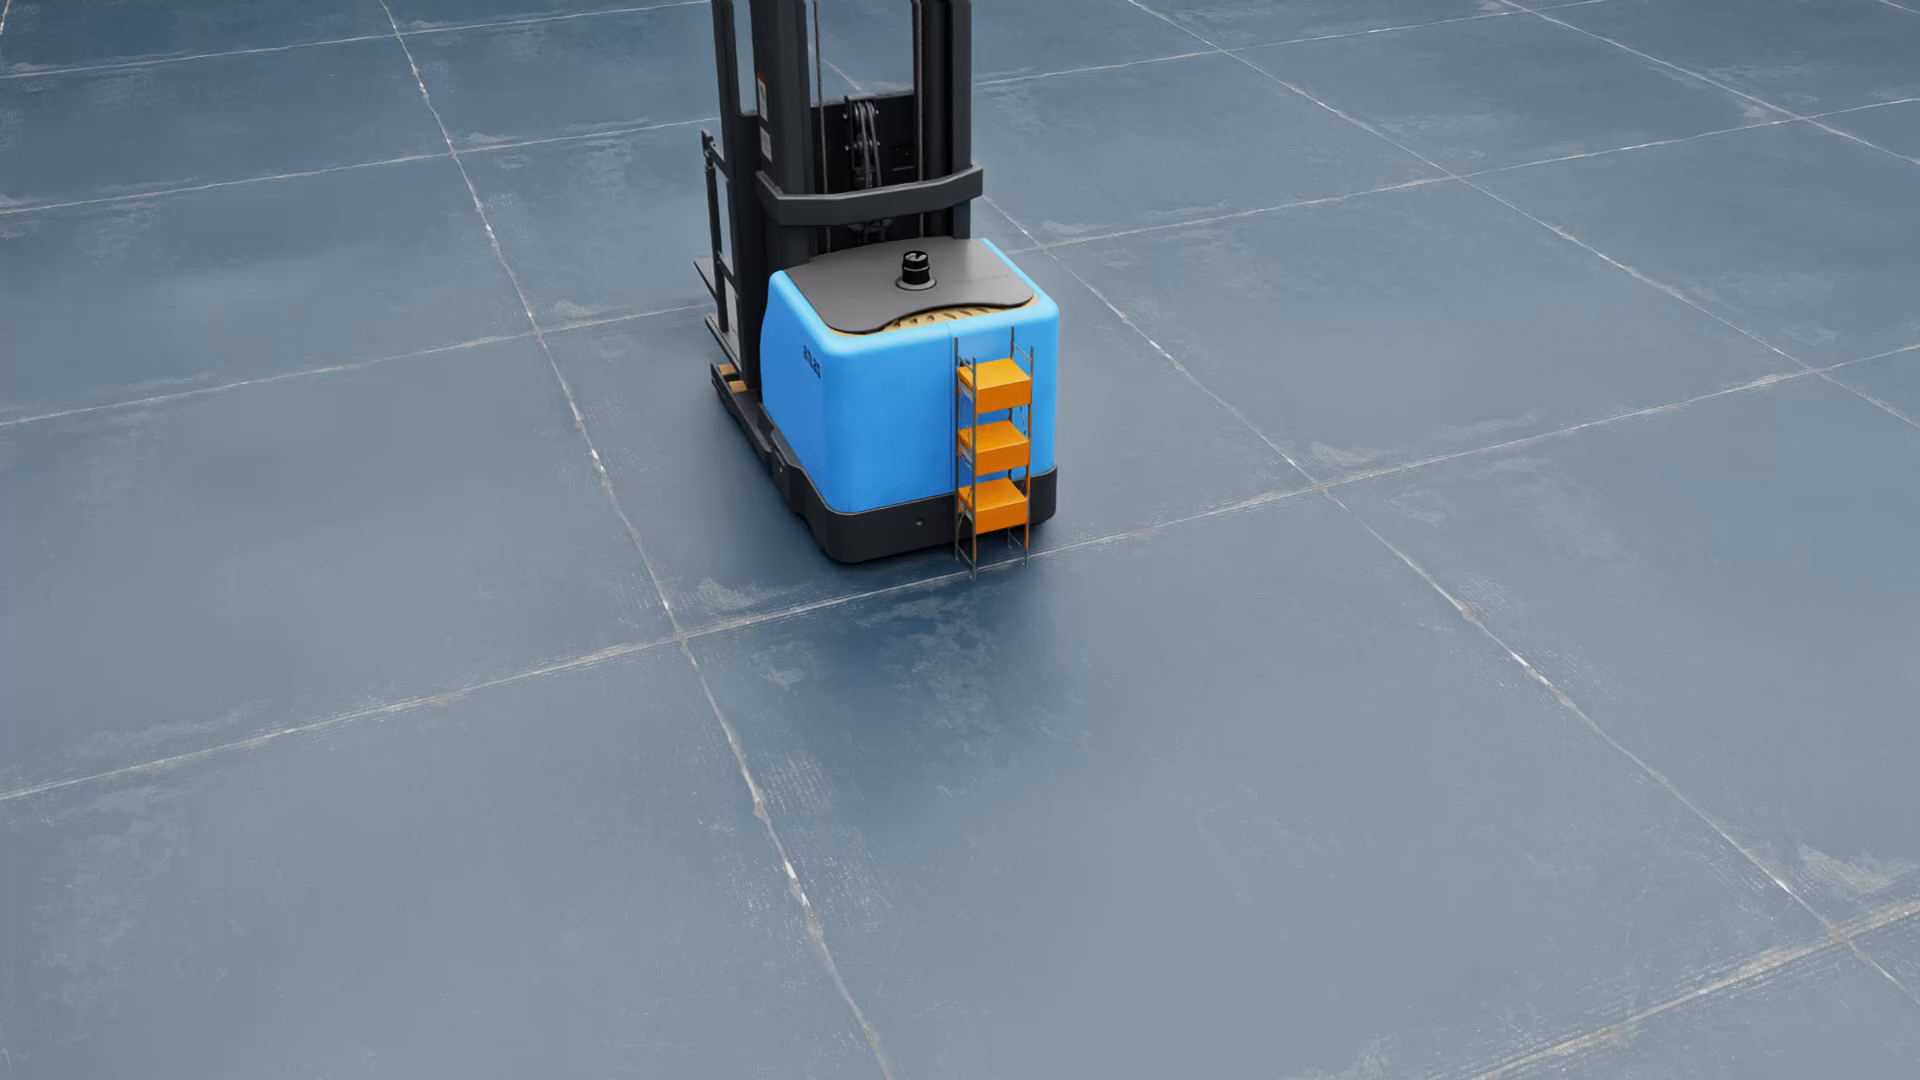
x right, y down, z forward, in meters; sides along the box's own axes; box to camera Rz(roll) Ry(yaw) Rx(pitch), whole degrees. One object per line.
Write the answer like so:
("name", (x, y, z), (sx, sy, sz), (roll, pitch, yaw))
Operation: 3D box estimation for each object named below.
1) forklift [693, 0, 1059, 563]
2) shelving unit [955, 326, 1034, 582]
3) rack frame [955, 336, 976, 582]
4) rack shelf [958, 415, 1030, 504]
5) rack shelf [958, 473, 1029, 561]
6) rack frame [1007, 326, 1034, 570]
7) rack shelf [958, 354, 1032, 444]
("forklift", (-0.602, -1.927, 7.524), (1.130, 2.935, 3.031), (-12, 35, -18))
("shelving unit", (0.133, -0.339, 6.808), (0.252, 1.050, 0.215), (-13, 35, -19))
("rack frame", (0.021, -0.313, 6.768), (0.008, 1.050, 0.200), (-13, 35, -19))
("rack shelf", (0.133, -0.330, 6.814), (0.240, 0.259, 0.215), (-13, 35, -19))
("rack shelf", (0.133, -0.097, 6.965), (0.240, 0.259, 0.215), (-13, 35, -19))
("rack frame", (0.246, -0.365, 6.848), (0.008, 1.050, 0.200), (-13, 35, -19))
("rack shelf", (0.133, -0.568, 6.659), (0.240, 0.259, 0.215), (-13, 35, -19))
